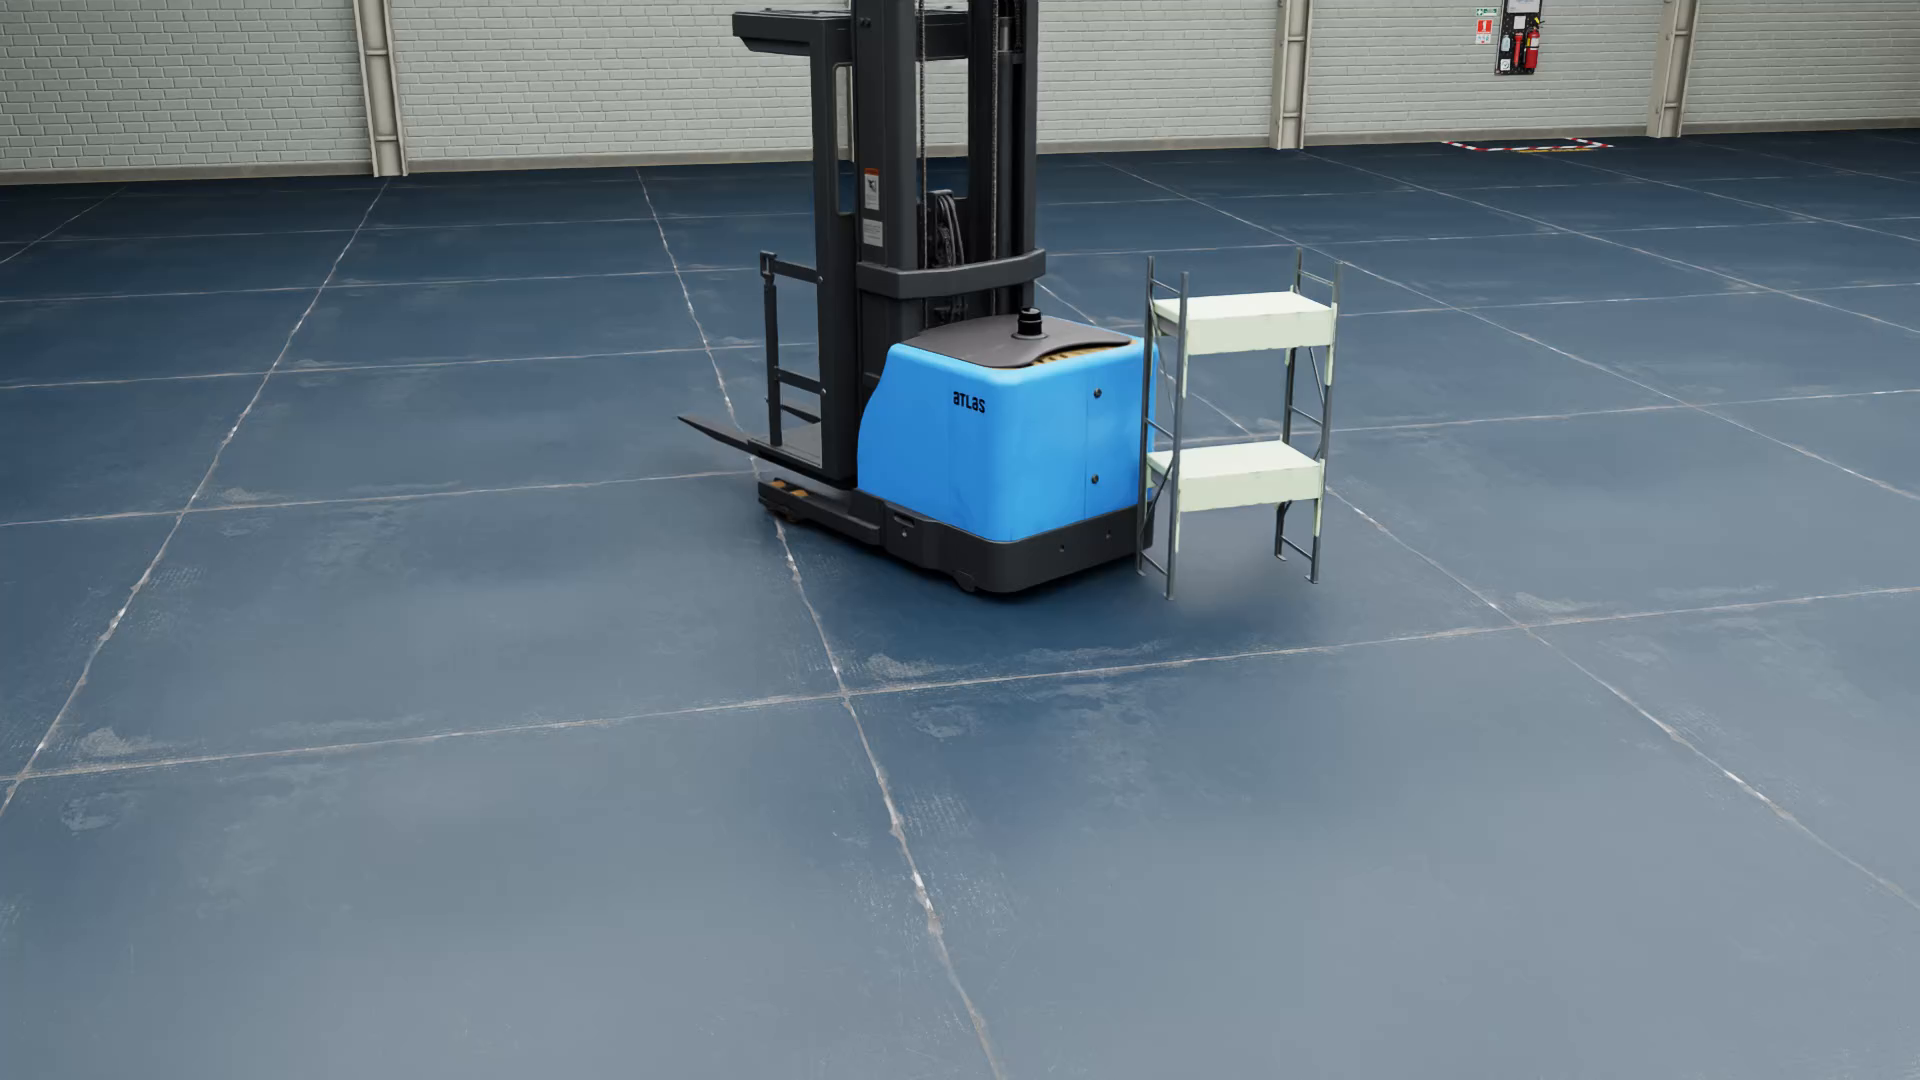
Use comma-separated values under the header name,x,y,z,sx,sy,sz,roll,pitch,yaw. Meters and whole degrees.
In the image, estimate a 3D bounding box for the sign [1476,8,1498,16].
name,x,y,z,sx,sy,sz,roll,pitch,yaw
sign,7.448,-7.466,23.512,0.331,0.109,0.001,-5,21,-12

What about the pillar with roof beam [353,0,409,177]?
name,x,y,z,sx,sy,sz,roll,pitch,yaw
pillar with roof beam,-6.110,-7.346,15.286,0.400,9.000,9.100,-5,21,-12

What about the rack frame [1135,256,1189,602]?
name,x,y,z,sx,sy,sz,roll,pitch,yaw
rack frame,0.901,-0.492,7.476,0.023,1.500,0.400,-6,21,-16

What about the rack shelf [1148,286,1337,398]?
name,x,y,z,sx,sy,sz,roll,pitch,yaw
rack shelf,1.251,-0.895,7.443,0.720,0.370,0.431,-6,21,-16

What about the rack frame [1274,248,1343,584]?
name,x,y,z,sx,sy,sz,roll,pitch,yaw
rack frame,1.601,-0.566,7.678,0.023,1.500,0.400,-6,21,-16

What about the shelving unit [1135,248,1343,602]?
name,x,y,z,sx,sy,sz,roll,pitch,yaw
shelving unit,1.251,-0.529,7.577,0.755,1.500,0.431,-6,21,-16

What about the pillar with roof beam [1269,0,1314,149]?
name,x,y,z,sx,sy,sz,roll,pitch,yaw
pillar with roof beam,5.568,-8.296,17.879,0.400,9.000,9.100,-5,21,-12

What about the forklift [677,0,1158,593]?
name,x,y,z,sx,sy,sz,roll,pitch,yaw
forklift,-0.403,-1.568,8.335,1.130,2.935,3.031,-16,26,-38

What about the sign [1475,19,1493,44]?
name,x,y,z,sx,sy,sz,roll,pitch,yaw
sign,7.441,-7.220,23.611,0.234,0.329,0.001,-5,21,-12

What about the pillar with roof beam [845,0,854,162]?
name,x,y,z,sx,sy,sz,roll,pitch,yaw
pillar with roof beam,-0.271,-7.821,16.583,0.400,9.000,9.100,-5,21,-12

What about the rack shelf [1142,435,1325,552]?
name,x,y,z,sx,sy,sz,roll,pitch,yaw
rack shelf,1.251,-0.222,7.689,0.720,0.370,0.431,-6,21,-16

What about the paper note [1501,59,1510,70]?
name,x,y,z,sx,sy,sz,roll,pitch,yaw
paper note,7.815,-6.808,23.818,0.142,0.148,0.016,-5,21,-12

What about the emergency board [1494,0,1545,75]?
name,x,y,z,sx,sy,sz,roll,pitch,yaw
emergency board,8.003,-7.212,23.642,0.643,1.169,0.194,-5,21,-12

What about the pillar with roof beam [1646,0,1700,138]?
name,x,y,z,sx,sy,sz,roll,pitch,yaw
pillar with roof beam,11.407,-8.771,19.175,0.400,9.000,9.100,-5,21,-12
